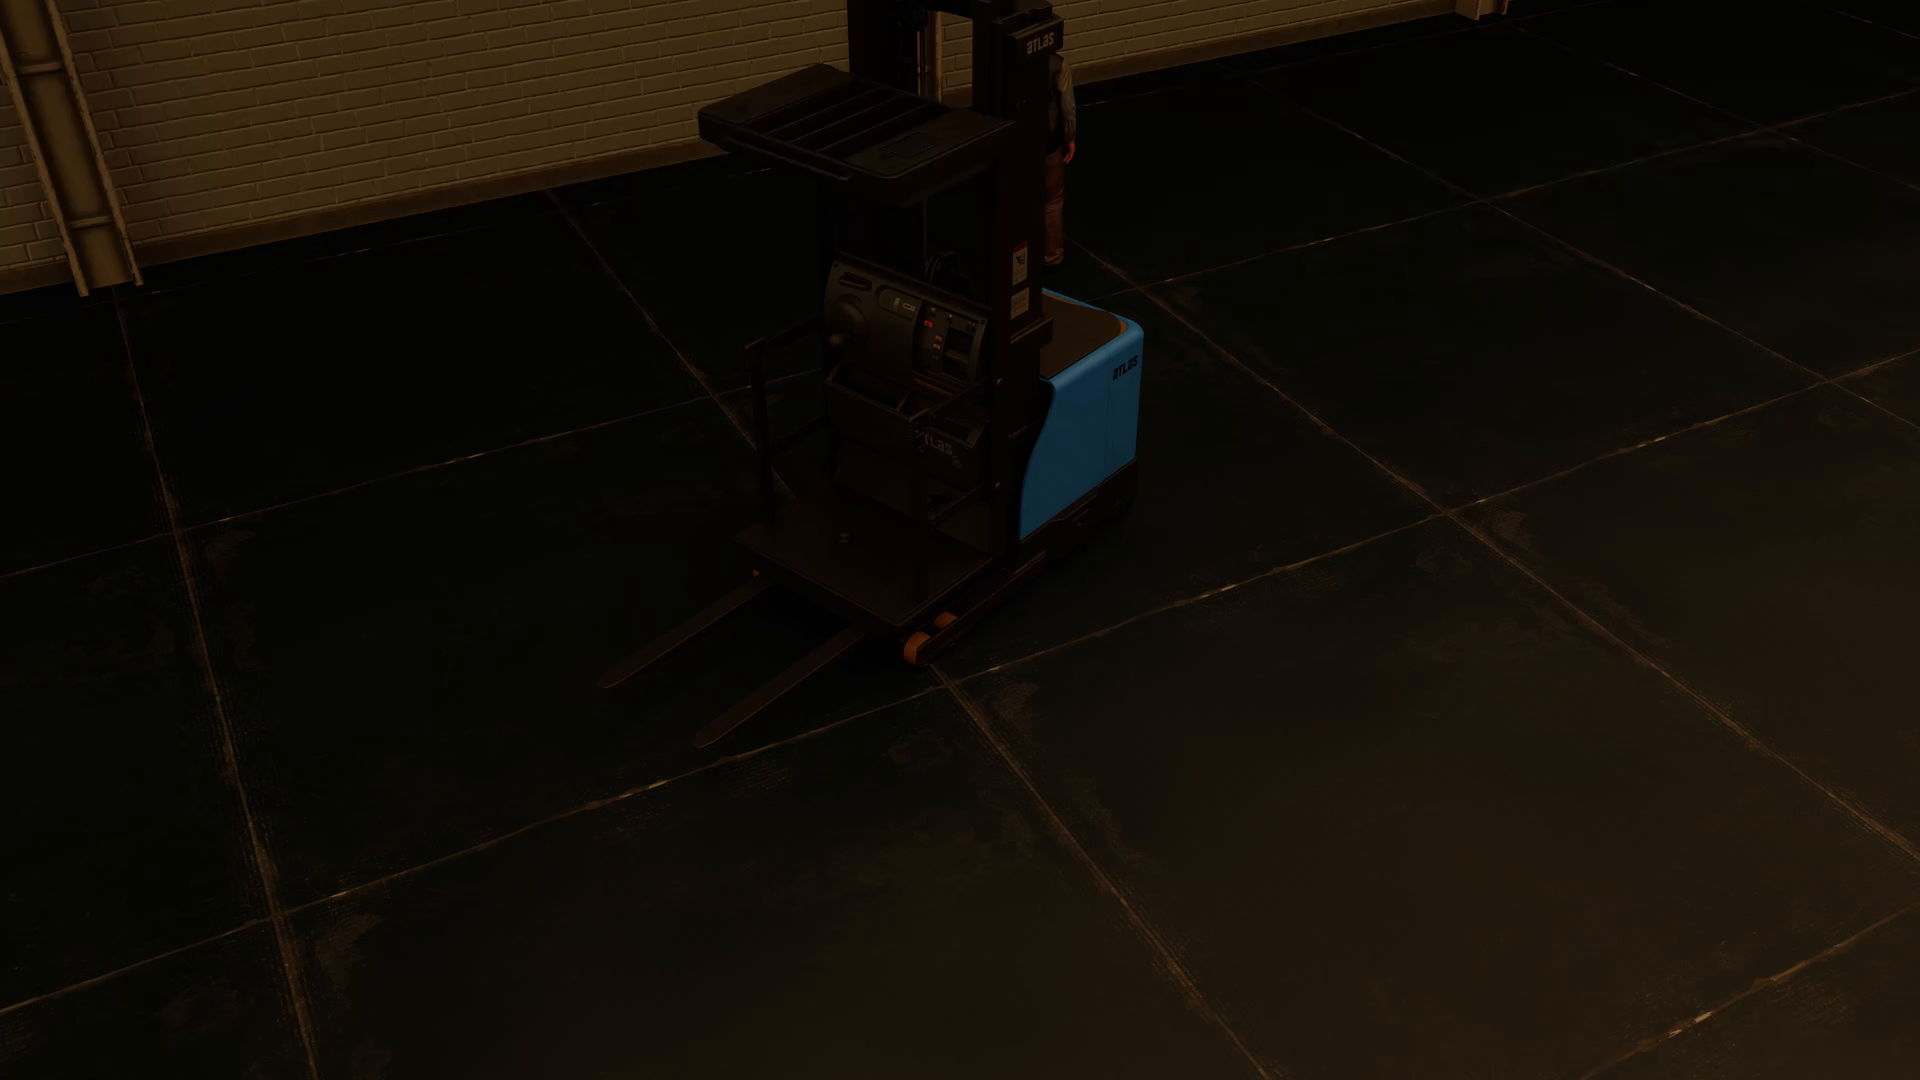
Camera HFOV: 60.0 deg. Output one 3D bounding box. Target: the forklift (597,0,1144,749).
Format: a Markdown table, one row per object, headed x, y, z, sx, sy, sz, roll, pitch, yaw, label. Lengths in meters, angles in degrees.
| x | y | z | sx | sy | sz | roll | pitch | yaw | label |
| --- | --- | --- | --- | --- | --- | --- | --- | --- | --- |
| -0.390 | -0.927 | 7.434 | 1.130 | 2.935 | 3.031 | 26 | 43 | 31 | forklift |

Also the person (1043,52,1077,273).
| x | y | z | sx | sy | sz | roll | pitch | yaw | label |
| --- | --- | --- | --- | --- | --- | --- | --- | --- | --- |
| 0.465 | -2.564 | 10.799 | 0.580 | 1.721 | 0.418 | 6 | 36 | 8 | person |
